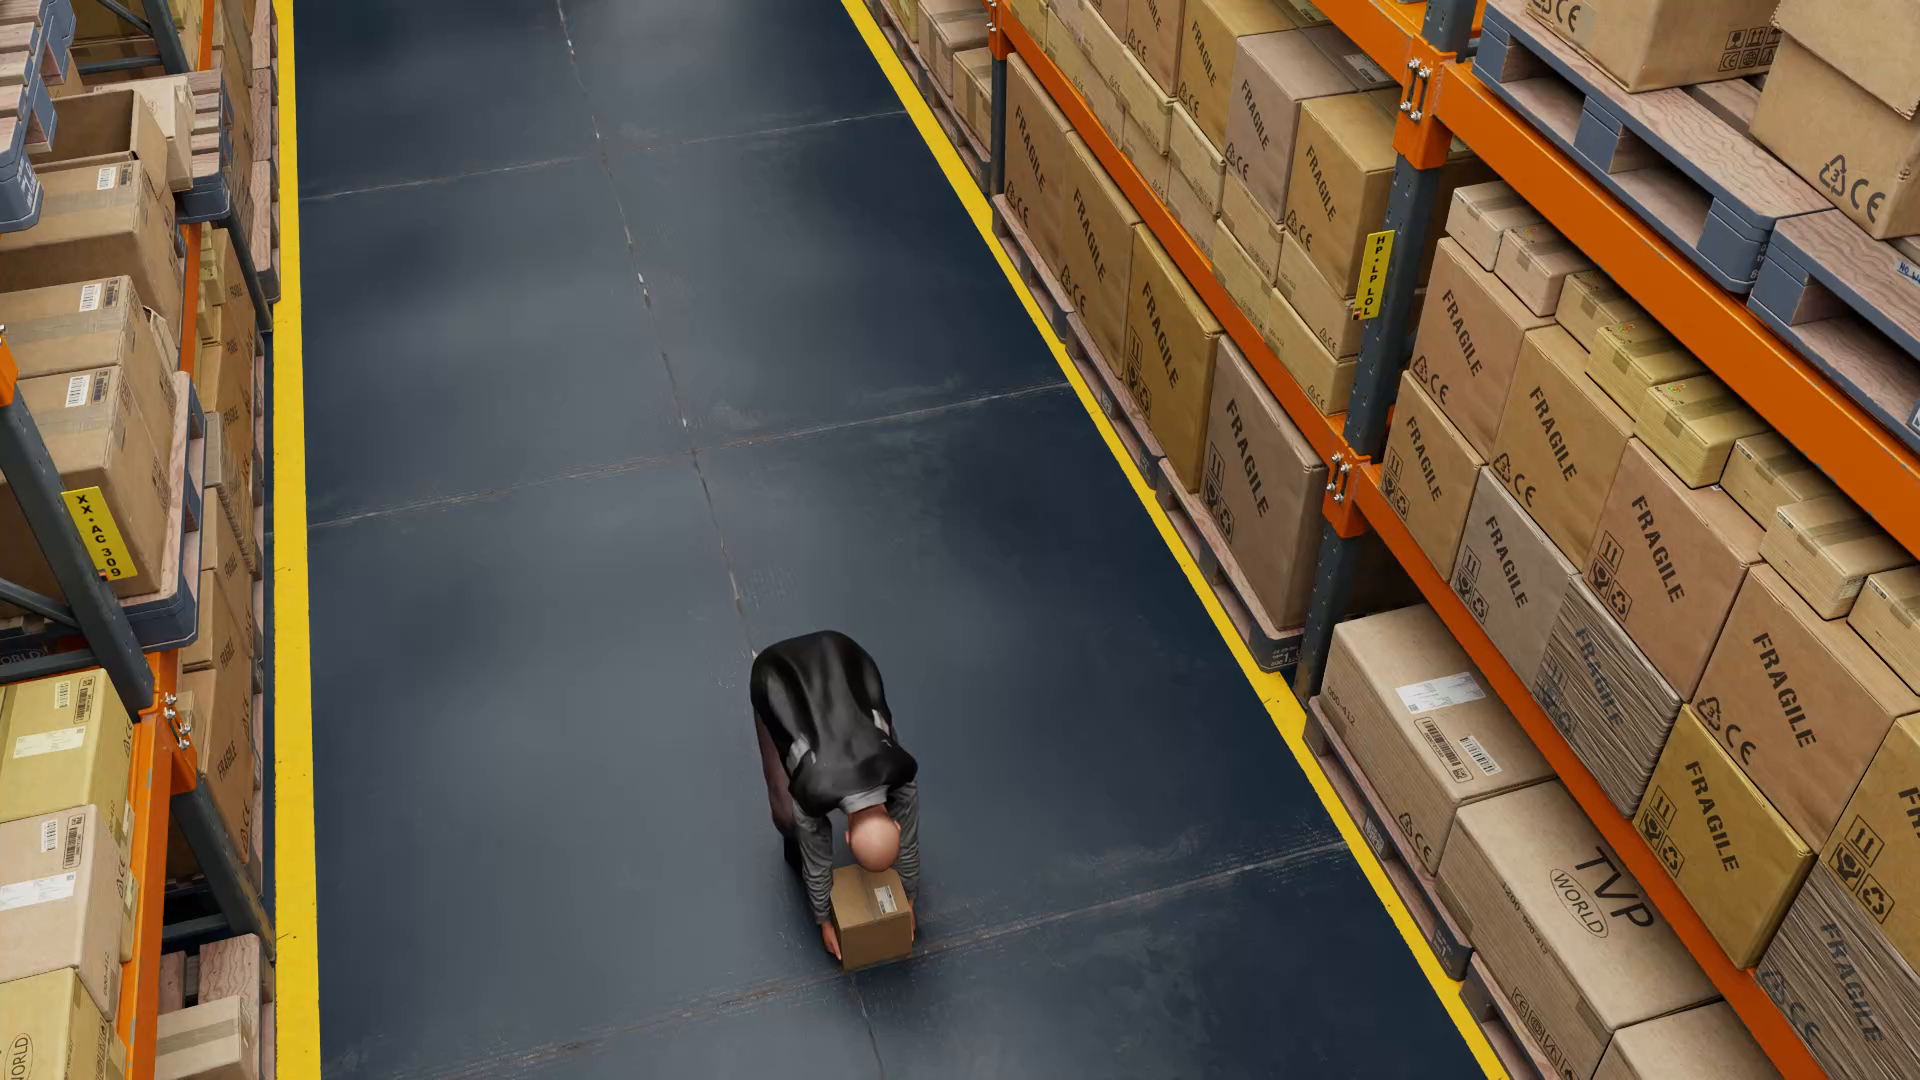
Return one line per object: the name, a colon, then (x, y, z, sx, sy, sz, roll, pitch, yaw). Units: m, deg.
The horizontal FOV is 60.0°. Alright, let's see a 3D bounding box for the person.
person: (-0.410, 0.897, 5.850, 0.519, 0.849, 0.931, -14, 44, -15)
